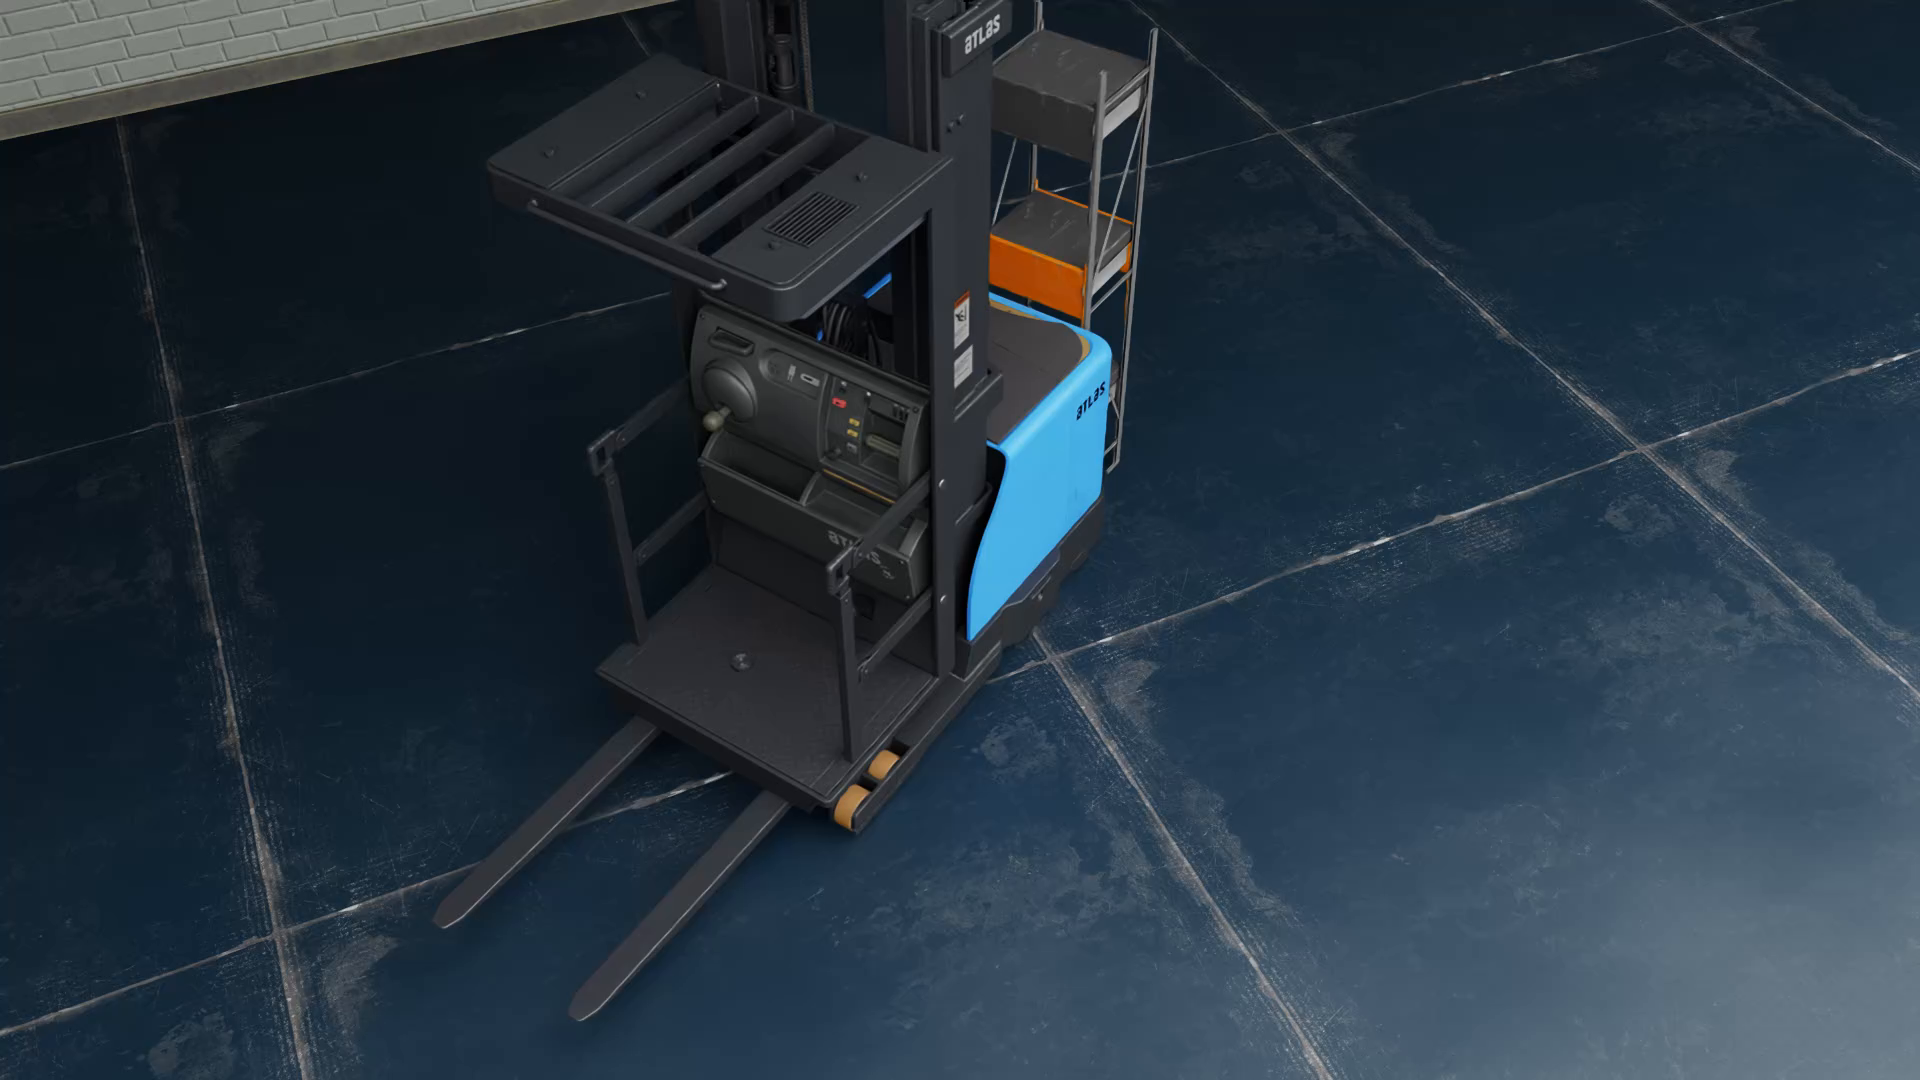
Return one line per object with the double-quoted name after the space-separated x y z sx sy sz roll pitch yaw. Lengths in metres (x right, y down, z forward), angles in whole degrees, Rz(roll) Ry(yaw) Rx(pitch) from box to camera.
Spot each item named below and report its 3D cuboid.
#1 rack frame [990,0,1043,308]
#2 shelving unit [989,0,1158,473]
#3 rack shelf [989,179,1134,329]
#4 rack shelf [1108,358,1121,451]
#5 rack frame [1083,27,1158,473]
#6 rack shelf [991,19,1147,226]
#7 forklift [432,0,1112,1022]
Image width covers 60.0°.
0.193 -1.175 6.815 0.015 2.100 0.400 25 50 23 "rack frame"
0.396 -1.080 6.719 0.503 2.100 0.431 25 50 23 "shelving unit"
0.396 -1.070 6.728 0.480 0.518 0.431 25 50 23 "rack shelf"
0.396 -0.572 7.220 0.480 0.518 0.431 25 50 23 "rack shelf"
0.598 -0.985 6.622 0.015 2.100 0.400 25 50 23 "rack frame"
0.396 -1.569 6.237 0.480 0.518 0.431 25 50 23 "rack shelf"
-0.638 -0.374 5.411 1.130 2.935 3.031 25 50 23 "forklift"
